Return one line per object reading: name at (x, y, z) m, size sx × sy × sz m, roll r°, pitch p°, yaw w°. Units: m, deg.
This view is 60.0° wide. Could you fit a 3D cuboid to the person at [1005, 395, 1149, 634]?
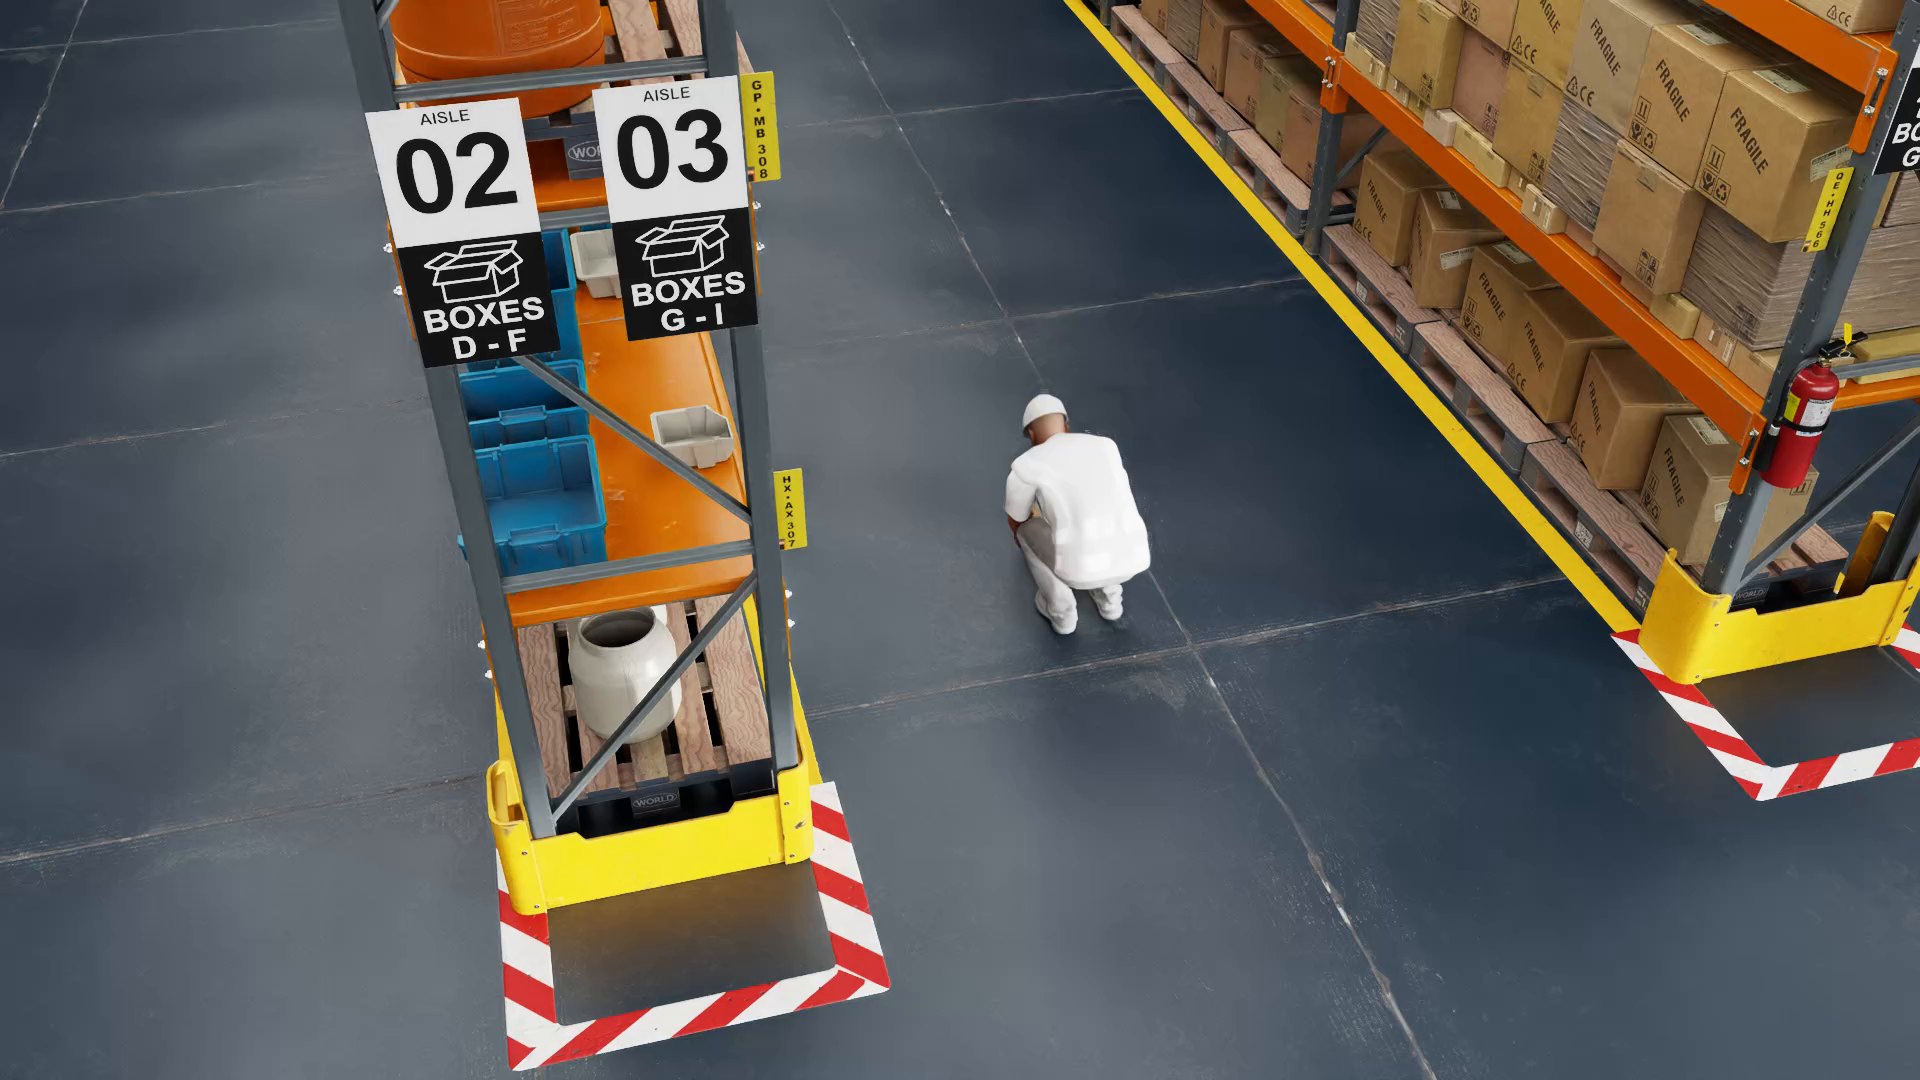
person at (0.502, -0.097, 7.534) m, size 0.560 × 0.895 × 0.895 m, roll -9°, pitch 39°, yaw -12°
